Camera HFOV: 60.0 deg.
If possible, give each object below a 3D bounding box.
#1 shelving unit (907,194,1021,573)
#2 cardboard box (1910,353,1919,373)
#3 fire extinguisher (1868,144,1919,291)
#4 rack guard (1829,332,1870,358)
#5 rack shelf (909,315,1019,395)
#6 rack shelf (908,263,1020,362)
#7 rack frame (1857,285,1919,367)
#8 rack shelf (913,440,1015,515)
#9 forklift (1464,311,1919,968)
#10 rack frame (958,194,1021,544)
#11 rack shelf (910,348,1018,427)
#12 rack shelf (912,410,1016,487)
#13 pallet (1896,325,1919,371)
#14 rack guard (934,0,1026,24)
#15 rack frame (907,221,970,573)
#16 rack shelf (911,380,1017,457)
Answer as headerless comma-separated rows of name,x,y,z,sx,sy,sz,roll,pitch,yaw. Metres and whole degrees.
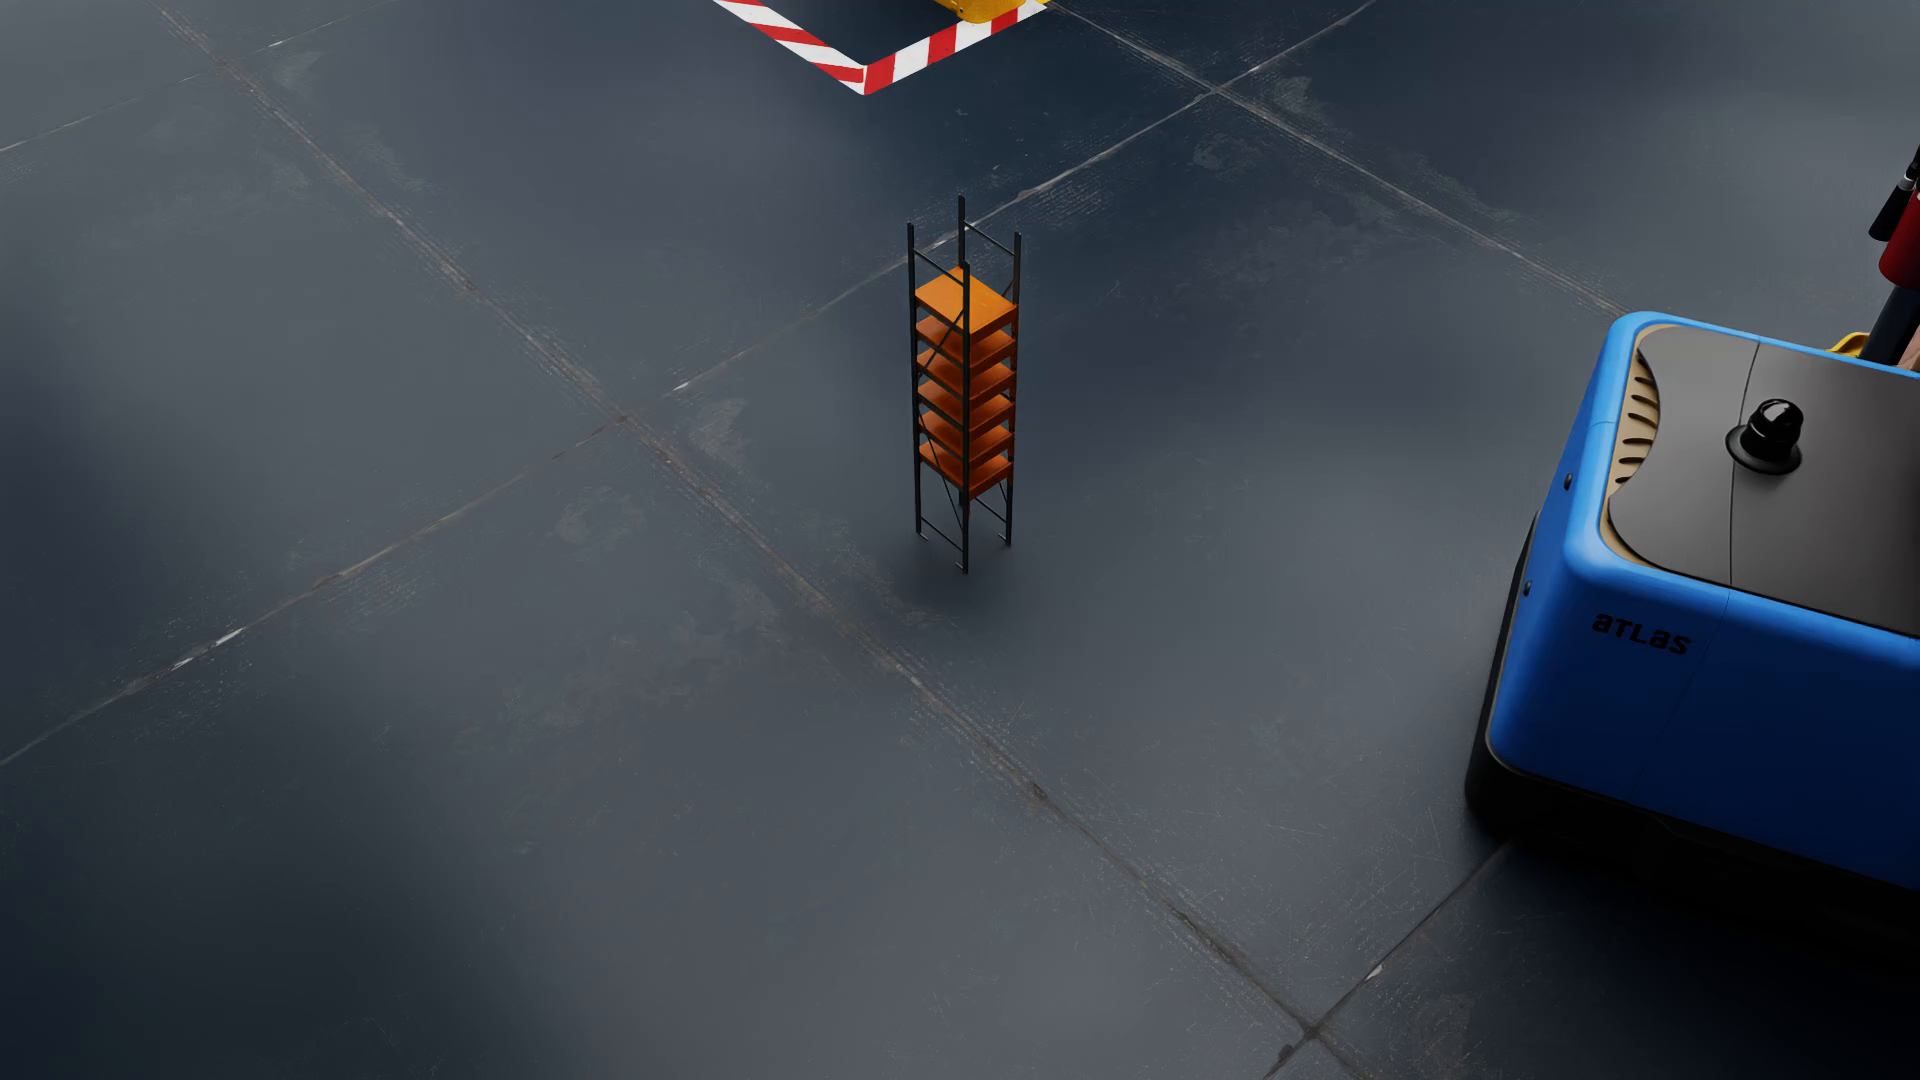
shelving unit,0.011,-0.414,4.816,0.189,1.200,0.258,-34,56,-27
cardboard box,3.536,-0.649,5.223,0.500,0.500,0.700,-34,56,-27
fire extinguisher,2.663,-0.977,4.417,0.183,0.674,0.296,-34,56,-27
rack guard,3.068,-0.094,4.997,0.348,0.500,1.175,-34,56,-27
rack shelf,0.011,-0.547,4.672,0.180,0.103,0.258,-34,56,-27
rack shelf,0.011,-0.628,4.584,0.180,0.103,0.258,-34,56,-27
rack frame,3.085,-0.954,4.089,0.127,3.000,1.000,-34,56,-27
rack shelf,0.011,-0.221,5.025,0.180,0.103,0.258,-34,56,-27
forklift,2.940,-0.152,3.396,3.031,2.935,1.130,16,49,15
rack frame,0.078,-0.459,4.857,0.006,1.200,0.240,-34,56,-27
rack shelf,0.011,-0.465,4.760,0.180,0.103,0.258,-34,56,-27
rack shelf,0.011,-0.303,4.936,0.180,0.103,0.258,-34,56,-27
pallet,3.624,-0.446,5.518,1.213,0.211,1.003,-34,56,-27
rack guard,-0.194,-2.835,7.526,0.348,0.500,1.175,-34,56,-27
rack frame,-0.057,-0.369,4.774,0.006,1.200,0.240,-34,56,-27
rack shelf,0.011,-0.384,4.848,0.180,0.103,0.258,-34,56,-27
